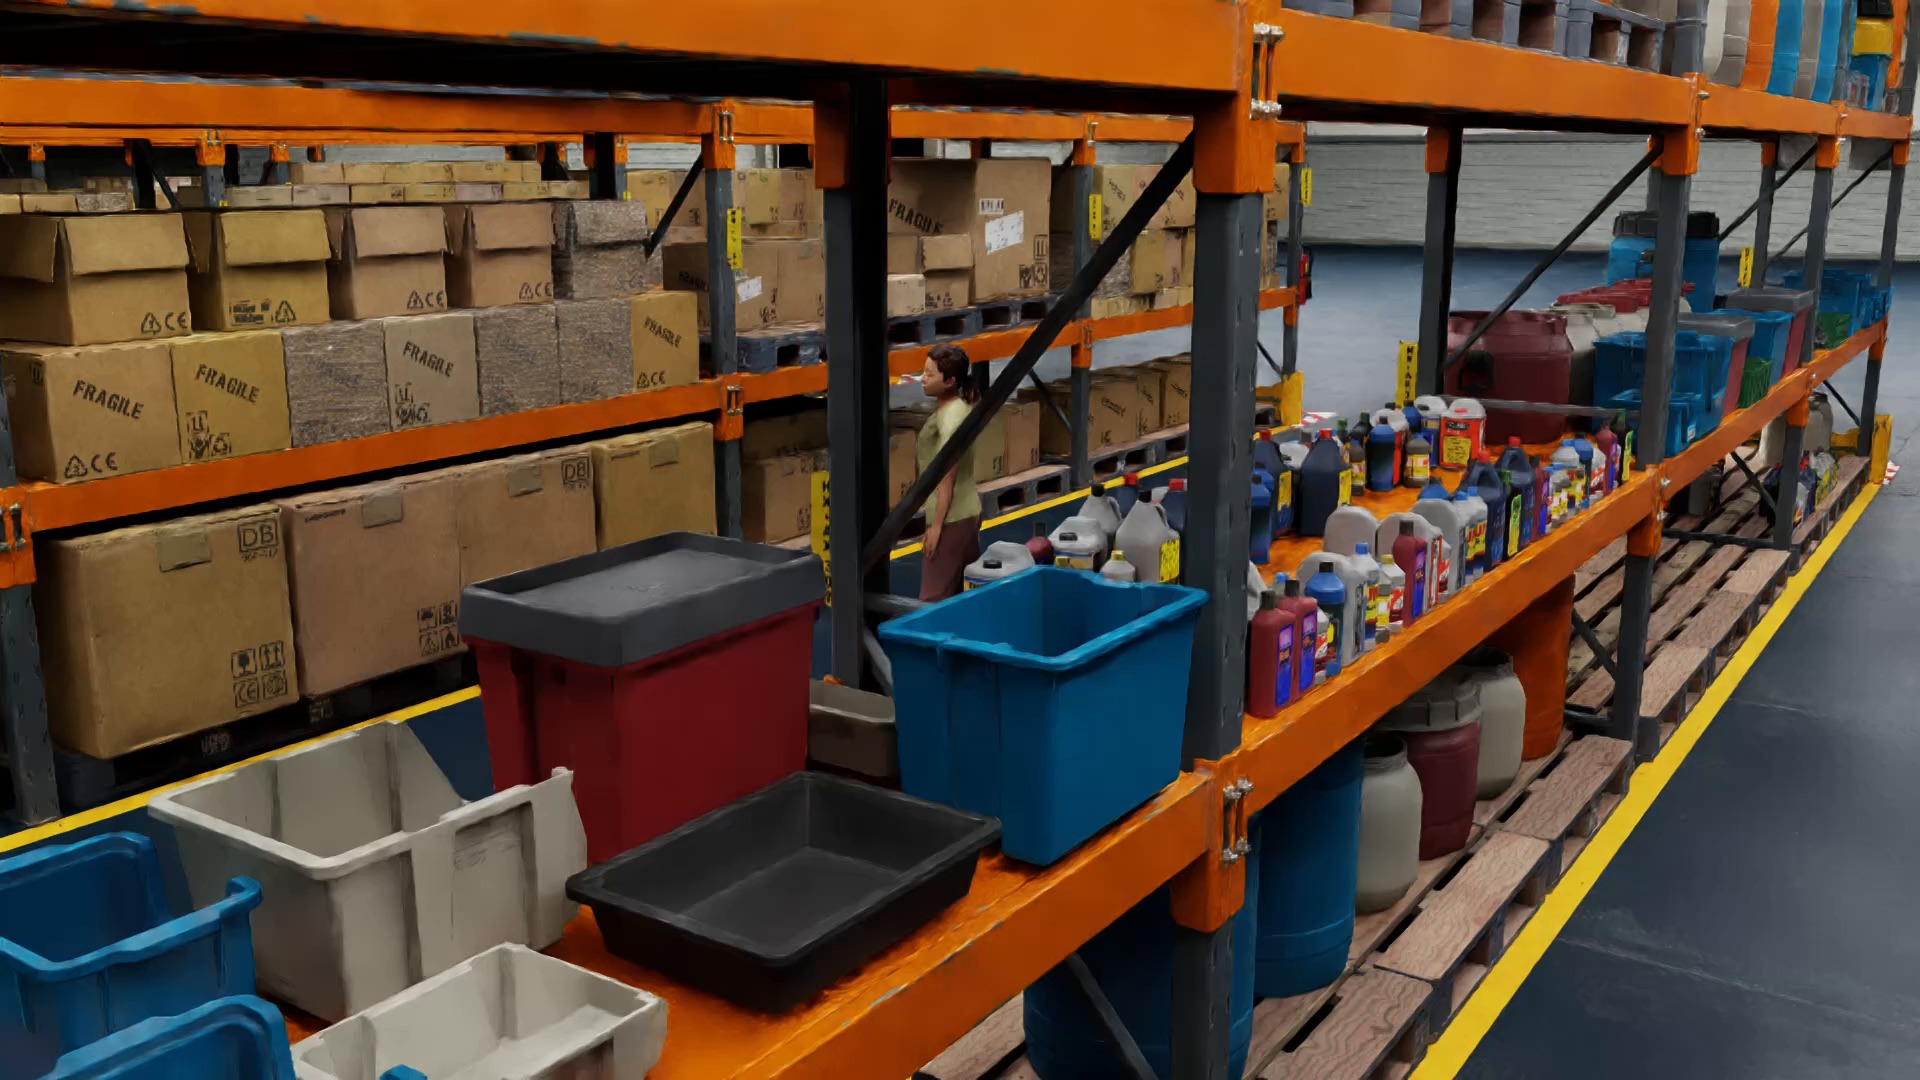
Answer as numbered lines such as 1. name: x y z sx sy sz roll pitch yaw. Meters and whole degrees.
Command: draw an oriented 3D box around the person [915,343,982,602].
1. person: -0.119 0.041 7.763 0.491 1.430 0.520 1 13 5
